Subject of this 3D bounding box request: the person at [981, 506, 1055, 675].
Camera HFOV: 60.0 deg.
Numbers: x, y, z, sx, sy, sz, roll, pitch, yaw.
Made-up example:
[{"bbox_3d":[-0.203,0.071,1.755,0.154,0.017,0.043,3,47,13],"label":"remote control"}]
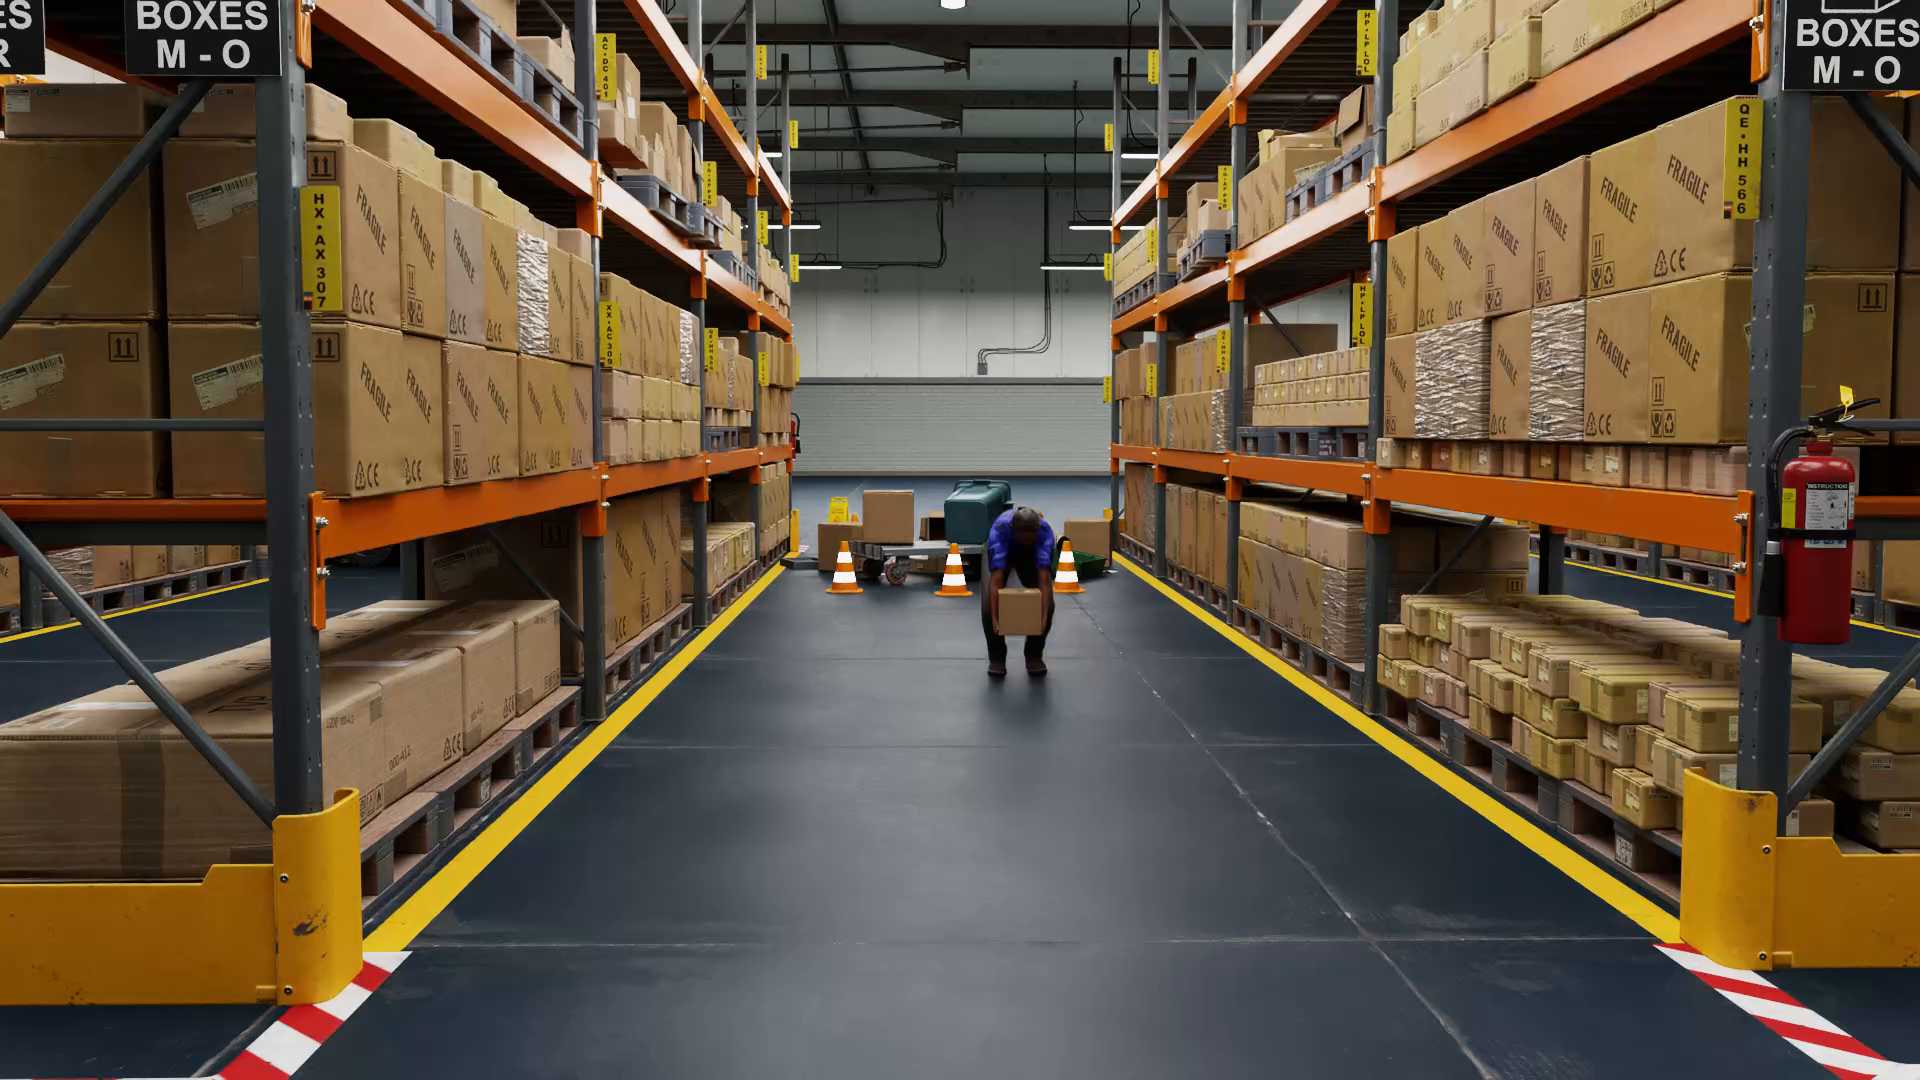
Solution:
[{"bbox_3d":[0.356,0.304,10.098,0.452,1.046,0.858,0,4,-4],"label":"person"}]
